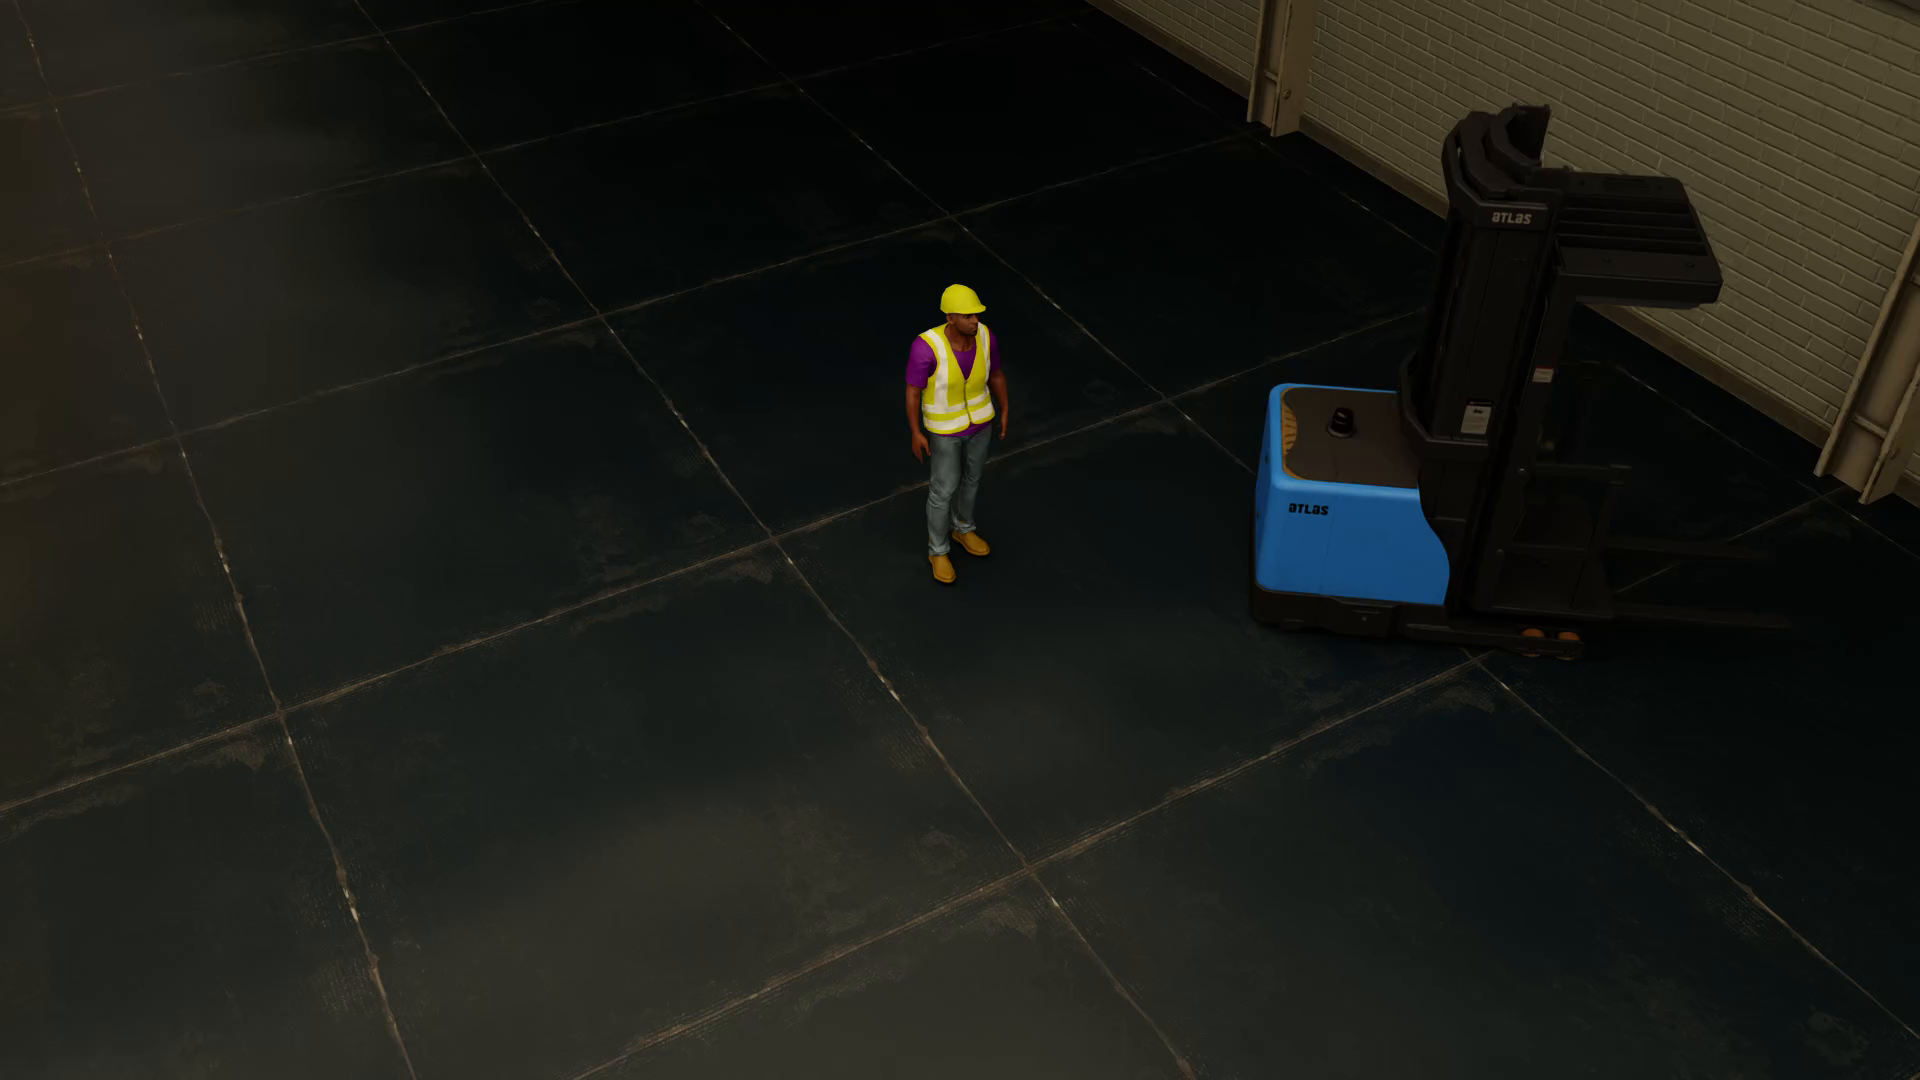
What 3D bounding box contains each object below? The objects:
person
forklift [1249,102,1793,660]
[{"bbox_3d":[0.031,-0.645,9.715,0.666,1.768,0.575,-20,44,-23],"label":"person"},{"bbox_3d":[3.249,-0.804,9.006,3.031,2.935,1.130,5,40,6],"label":"forklift"}]
